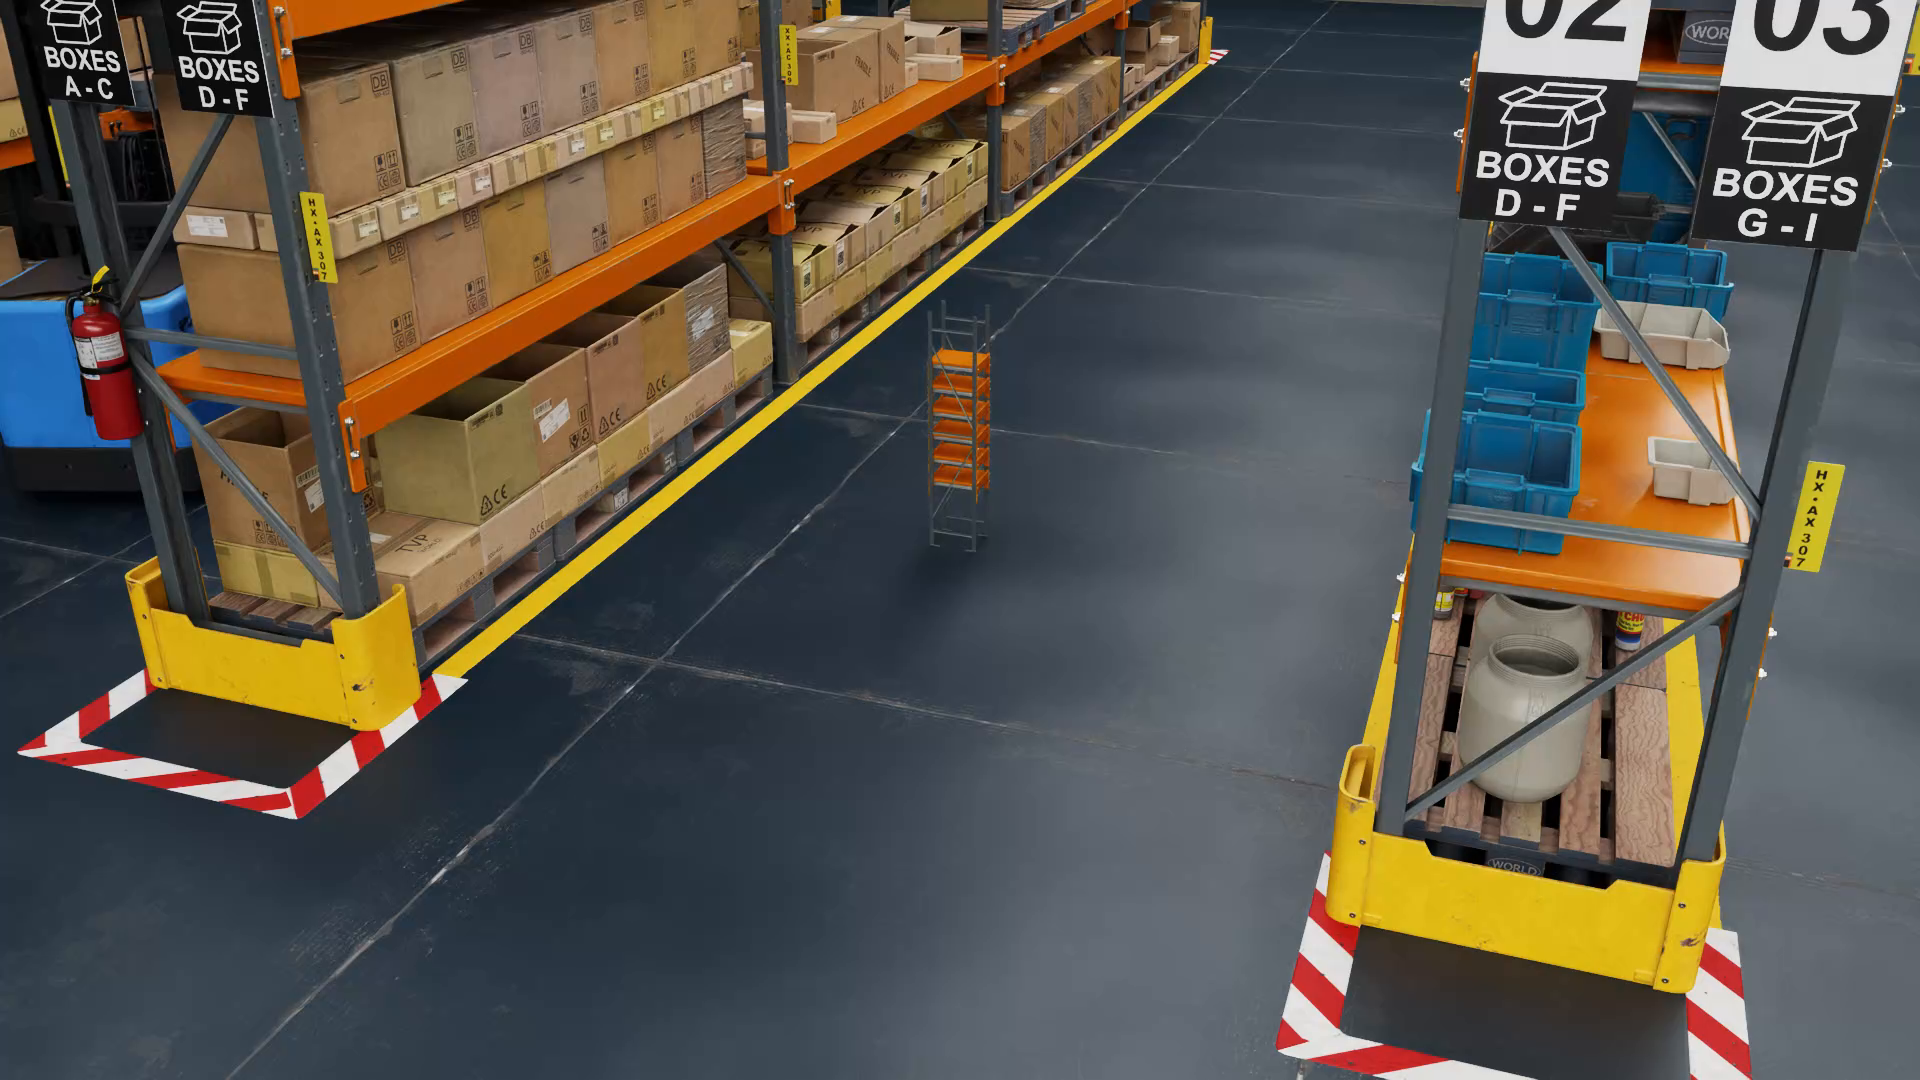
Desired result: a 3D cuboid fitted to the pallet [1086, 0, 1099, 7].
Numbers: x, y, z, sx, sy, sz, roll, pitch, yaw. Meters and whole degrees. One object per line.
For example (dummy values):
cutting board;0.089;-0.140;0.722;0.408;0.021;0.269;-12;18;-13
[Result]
pallet;0.805;-5.273;15.918;1.003;0.211;1.213;9;27;17

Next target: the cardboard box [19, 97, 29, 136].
cardboard box;-6.032;-2.804;10.748;0.500;0.250;0.500;9;27;18

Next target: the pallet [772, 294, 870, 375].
pallet;-1.280;-1.437;10.976;1.003;0.211;1.213;9;27;17

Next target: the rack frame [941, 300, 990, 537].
rack frame;0.026;-0.572;8.054;0.240;1.200;0.006;9;27;17

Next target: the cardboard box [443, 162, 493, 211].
cardboard box;-2.230;-1.522;7.092;0.380;0.149;0.250;8;27;17

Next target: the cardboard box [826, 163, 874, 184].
cardboard box;-0.947;-2.633;12.275;0.500;0.311;0.500;8;27;16

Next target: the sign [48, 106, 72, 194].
sign;-3.326;-1.452;6.207;0.100;0.325;0.005;9;27;17

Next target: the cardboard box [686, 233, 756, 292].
cardboard box;-1.624;-1.796;10.547;0.500;0.311;0.500;9;27;17

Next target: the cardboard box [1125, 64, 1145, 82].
cardboard box;1.796;-5.092;18.072;0.380;0.166;0.250;9;27;17

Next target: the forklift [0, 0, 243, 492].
forklift;-4.398;-2.165;9.359;1.130;2.935;3.031;0;26;1

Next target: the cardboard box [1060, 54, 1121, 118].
cardboard box;1.280;-4.500;16.466;0.500;0.500;0.500;9;27;17

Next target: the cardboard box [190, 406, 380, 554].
cardboard box;-2.921;-0.293;7.225;0.500;0.500;0.500;9;27;17

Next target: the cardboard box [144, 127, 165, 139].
cardboard box;-5.788;-2.998;12.502;0.500;0.250;0.500;8;27;16

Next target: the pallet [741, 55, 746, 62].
pallet;-3.172;-5.435;19.232;1.003;0.211;1.213;9;27;17

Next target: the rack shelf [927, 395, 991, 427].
rack shelf;-0.005;-0.602;7.943;0.258;0.103;0.180;9;27;17

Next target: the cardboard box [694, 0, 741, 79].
cardboard box;-1.630;-2.830;9.049;0.700;0.500;0.500;9;27;18

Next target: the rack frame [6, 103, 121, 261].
rack frame;-6.161;-3.101;11.212;1.000;3.000;0.127;9;27;17

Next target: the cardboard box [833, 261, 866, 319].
cardboard box;-0.949;-1.675;10.941;0.500;0.250;0.500;9;27;19

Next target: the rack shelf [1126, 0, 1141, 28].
rack shelf;1.840;-6.170;18.376;1.077;0.370;4.000;9;27;17

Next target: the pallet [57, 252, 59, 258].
pallet;-5.903;-2.166;12.481;1.003;0.211;1.213;9;27;17

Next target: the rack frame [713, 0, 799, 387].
rack frame;-1.488;-2.384;9.732;1.000;3.000;0.127;9;27;17

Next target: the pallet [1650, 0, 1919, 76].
pallet;2.218;-1.611;4.910;1.003;0.211;1.213;9;27;17

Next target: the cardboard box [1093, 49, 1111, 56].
cardboard box;1.346;-5.243;18.217;0.500;0.311;0.500;9;27;17

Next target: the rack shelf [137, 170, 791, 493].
rack shelf;-2.154;-1.238;8.191;1.077;0.370;4.000;9;27;17

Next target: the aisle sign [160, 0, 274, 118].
aisle sign;-2.552;-1.839;5.623;0.394;0.787;0.004;9;27;17

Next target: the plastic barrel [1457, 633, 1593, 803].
plastic barrel;1.998;0.629;5.882;0.421;0.512;0.421;0;26;0

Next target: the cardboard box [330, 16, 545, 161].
cardboard box;-2.297;-2.005;7.346;0.700;0.500;0.500;9;27;18

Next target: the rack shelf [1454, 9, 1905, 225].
rack shelf;2.516;-1.869;6.051;1.077;0.370;4.000;9;27;17

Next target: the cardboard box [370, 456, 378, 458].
cardboard box;-2.600;-0.368;8.241;0.500;0.250;0.500;9;27;17

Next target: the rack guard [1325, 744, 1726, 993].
rack guard;1.832;1.067;5.473;1.175;0.500;0.348;9;27;17

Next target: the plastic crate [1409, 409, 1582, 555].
plastic crate;1.735;-0.203;5.397;0.499;0.251;0.616;9;27;17

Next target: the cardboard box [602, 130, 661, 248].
cardboard box;-1.970;-1.822;8.457;0.700;0.500;0.500;9;27;18

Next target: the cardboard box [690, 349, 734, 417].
cardboard box;-1.612;-0.909;9.359;0.500;0.250;0.500;9;27;17

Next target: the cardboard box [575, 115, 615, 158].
cardboard box;-1.886;-1.947;7.970;0.380;0.149;0.250;10;27;19

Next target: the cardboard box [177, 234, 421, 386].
cardboard box;-2.652;-0.975;6.707;0.700;0.500;0.500;9;27;17

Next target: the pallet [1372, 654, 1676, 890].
pallet;2.107;0.864;6.224;1.003;0.211;1.213;9;27;17

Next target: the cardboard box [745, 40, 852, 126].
cardboard box;-1.042;-2.959;10.804;0.500;0.500;0.500;11;28;21

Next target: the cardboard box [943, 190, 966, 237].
cardboard box;-0.270;-2.515;12.676;0.500;0.250;0.500;8;27;17

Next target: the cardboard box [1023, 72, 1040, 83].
cardboard box;0.443;-4.156;15.755;0.500;0.500;0.500;9;27;18

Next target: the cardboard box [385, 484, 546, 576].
cardboard box;-2.268;-0.086;7.658;0.500;0.250;0.500;9;27;17

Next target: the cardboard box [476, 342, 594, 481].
cardboard box;-2.112;-0.630;7.923;0.500;0.500;0.500;9;27;17

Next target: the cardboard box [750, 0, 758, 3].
cardboard box;-2.639;-6.382;20.375;0.700;0.500;0.500;8;27;16

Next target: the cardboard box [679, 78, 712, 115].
cardboard box;-1.545;-2.369;8.841;0.380;0.149;0.250;8;27;16

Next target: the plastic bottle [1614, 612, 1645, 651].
plastic bottle;2.748;0.310;6.794;0.097;0.271;0.097;0;26;0

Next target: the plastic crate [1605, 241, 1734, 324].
plastic crate;3.069;-1.103;7.257;0.499;0.251;0.616;9;27;17

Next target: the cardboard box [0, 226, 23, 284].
cardboard box;-6.468;-1.741;10.768;0.500;0.500;0.500;7;27;14

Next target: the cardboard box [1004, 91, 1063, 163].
cardboard box;0.605;-3.668;14.747;0.500;0.500;0.500;8;27;17

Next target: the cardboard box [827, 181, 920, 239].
cardboard box;-0.605;-2.354;11.699;0.500;0.311;0.500;10;27;19

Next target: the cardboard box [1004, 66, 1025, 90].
cardboard box;0.284;-4.301;15.195;0.500;0.250;0.500;8;27;16

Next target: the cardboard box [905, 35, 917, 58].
cardboard box;-0.637;-3.648;12.445;0.500;0.311;0.500;8;27;17

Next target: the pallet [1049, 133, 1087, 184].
pallet;0.535;-3.574;15.389;1.003;0.211;1.213;9;27;17

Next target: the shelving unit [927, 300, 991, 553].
shelving unit;-0.005;-0.534;7.976;0.258;1.200;0.189;9;27;17
